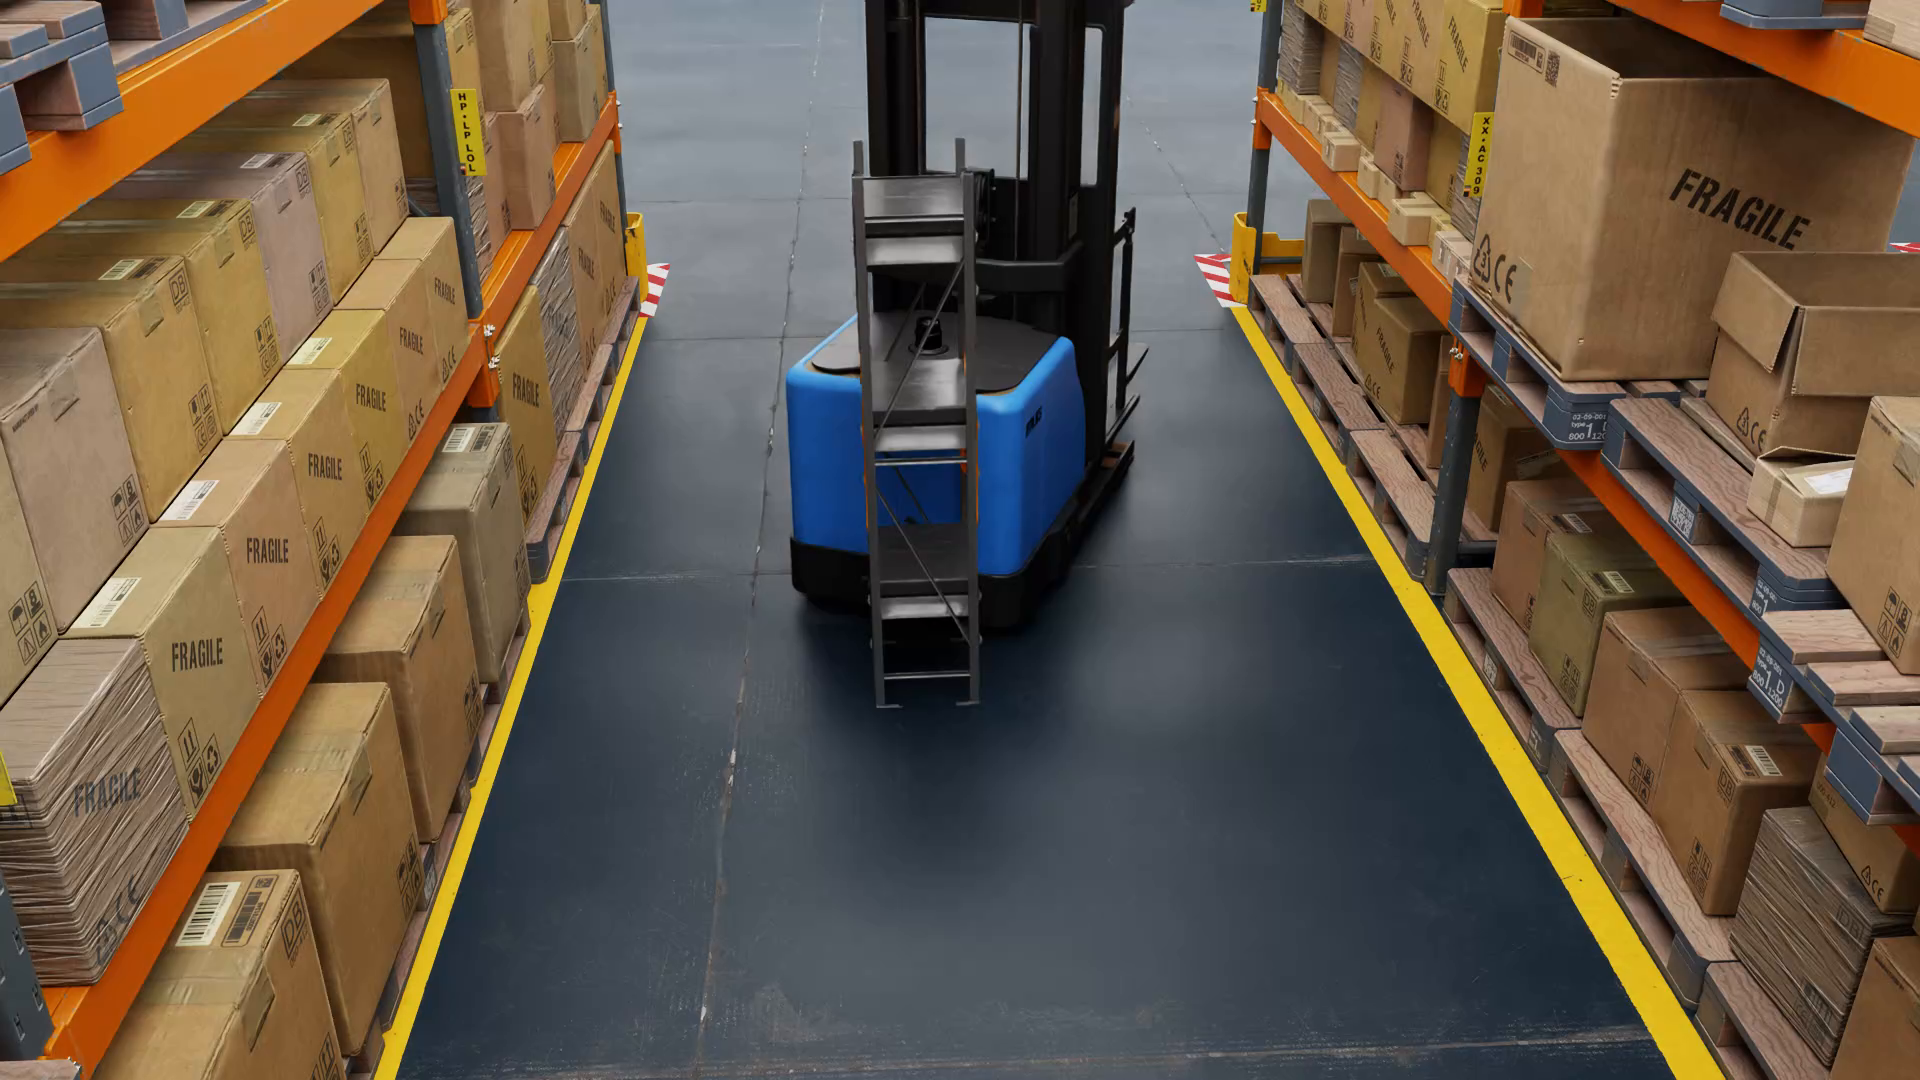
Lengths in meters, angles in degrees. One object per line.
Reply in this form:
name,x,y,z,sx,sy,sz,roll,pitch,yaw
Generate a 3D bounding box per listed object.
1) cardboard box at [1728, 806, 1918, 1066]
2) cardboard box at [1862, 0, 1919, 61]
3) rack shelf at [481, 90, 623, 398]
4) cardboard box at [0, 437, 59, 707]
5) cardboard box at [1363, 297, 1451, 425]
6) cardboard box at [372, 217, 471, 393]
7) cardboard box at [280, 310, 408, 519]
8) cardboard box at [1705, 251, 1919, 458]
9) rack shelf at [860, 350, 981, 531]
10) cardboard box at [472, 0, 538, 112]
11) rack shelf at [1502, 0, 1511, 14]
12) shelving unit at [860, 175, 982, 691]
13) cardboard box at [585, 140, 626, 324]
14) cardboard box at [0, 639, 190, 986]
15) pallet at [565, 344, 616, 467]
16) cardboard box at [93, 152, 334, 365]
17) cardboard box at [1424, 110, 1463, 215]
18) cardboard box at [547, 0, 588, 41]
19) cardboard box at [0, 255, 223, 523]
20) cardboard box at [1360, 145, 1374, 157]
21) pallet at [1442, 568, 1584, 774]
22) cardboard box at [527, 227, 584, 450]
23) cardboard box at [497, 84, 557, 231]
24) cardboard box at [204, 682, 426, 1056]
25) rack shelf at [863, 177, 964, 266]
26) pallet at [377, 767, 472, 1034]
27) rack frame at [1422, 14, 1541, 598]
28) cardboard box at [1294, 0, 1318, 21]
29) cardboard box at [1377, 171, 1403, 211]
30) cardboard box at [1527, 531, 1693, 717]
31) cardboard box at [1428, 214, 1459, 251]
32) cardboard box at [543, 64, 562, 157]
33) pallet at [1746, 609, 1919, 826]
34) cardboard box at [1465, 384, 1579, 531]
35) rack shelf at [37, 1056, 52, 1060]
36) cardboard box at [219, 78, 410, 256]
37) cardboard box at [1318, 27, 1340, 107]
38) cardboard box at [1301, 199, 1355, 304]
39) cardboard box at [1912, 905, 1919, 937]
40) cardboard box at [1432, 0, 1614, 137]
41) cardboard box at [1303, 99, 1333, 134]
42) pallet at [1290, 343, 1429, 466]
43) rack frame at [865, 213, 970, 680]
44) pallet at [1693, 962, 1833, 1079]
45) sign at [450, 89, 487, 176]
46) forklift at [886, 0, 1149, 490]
cardboard box,2.666,1.078,4.668,0.700,0.500,0.500,-4,28,-7
cardboard box,2.430,-1.209,3.742,0.500,0.250,0.500,-1,28,-1
rack shelf,-2.509,-1.650,8.447,1.077,0.370,4.000,-1,28,-3
cardboard box,-2.209,0.107,3.112,0.700,0.500,0.500,-2,28,-3
cardboard box,2.424,-0.931,8.540,0.500,0.500,0.500,-4,28,-7
cardboard box,-2.111,-0.855,6.037,0.500,0.500,0.500,-2,28,-3
cardboard box,-2.058,-0.388,5.142,0.500,0.500,0.500,-1,28,-2
cardboard box,2.737,-0.552,4.998,0.797,0.503,0.637,1,28,3
rack shelf,-0.154,-0.380,6.231,0.431,0.518,0.480,-2,28,-2
cardboard box,-2.425,-2.265,7.520,0.875,0.550,0.550,-1,28,-3
rack shelf,2.449,-3.053,7.894,1.077,0.370,4.000,-1,28,-3
shelving unit,-5.862,-1.727,5.381,11.797,5.258,0.853,-2,28,-2
cardboard box,-2.512,-1.825,9.849,0.875,0.875,0.875,-1,28,-2
cardboard box,-1.950,0.544,3.355,0.500,0.500,0.500,-1,28,-2
pallet,-2.433,-0.726,8.915,1.003,0.211,1.213,-1,28,-3
cardboard box,-2.318,-0.833,4.913,0.700,0.500,0.500,-1,28,-2
cardboard box,2.601,-1.735,7.404,0.875,0.500,0.500,-1,28,-3
cardboard box,-2.512,-3.013,8.954,0.875,0.550,0.550,-1,28,-3
cardboard box,-2.266,-0.363,4.014,0.700,0.500,0.500,-2,28,-3
cardboard box,2.249,-1.909,8.439,0.380,0.149,0.250,-1,28,-3
pallet,2.596,0.478,6.606,1.003,0.211,1.213,-1,28,-3
cardboard box,-2.419,-0.997,8.262,0.875,0.875,0.875,-1,28,-2
cardboard box,-2.398,-1.787,7.771,0.875,0.550,0.550,-1,28,-3
cardboard box,-2.187,0.926,4.709,1.050,0.750,0.750,-1,28,-2
rack shelf,-0.166,-1.122,5.844,0.368,0.174,0.457,-2,28,-2
pallet,-2.222,1.111,5.392,1.003,0.211,1.213,-1,28,-3
rack frame,2.554,-1.118,6.650,1.000,3.000,0.127,-1,28,-3
cardboard box,2.121,-3.093,8.926,0.500,0.500,0.500,-1,28,-3
cardboard box,2.233,-1.677,7.994,0.380,0.149,0.250,-1,28,-3
cardboard box,2.570,0.300,6.159,0.700,0.500,0.500,-2,28,-3
cardboard box,2.292,-1.332,7.331,0.380,0.149,0.250,-1,28,-3
cardboard box,-2.595,-2.273,8.703,0.875,0.550,0.550,-1,28,-3
pallet,2.619,0.488,3.779,1.213,0.211,1.003,-1,28,-3
cardboard box,2.573,-0.382,7.487,0.500,0.500,0.500,-2,28,-4
rack shelf,-2.091,2.045,1.364,1.077,0.370,4.000,-1,28,-3
cardboard box,-2.373,-1.304,5.816,0.700,0.500,0.500,-2,28,-4
cardboard box,2.492,-2.659,9.175,0.875,0.500,0.500,-1,28,-3
cardboard box,2.361,-1.754,10.119,0.500,0.500,0.500,4,28,7
cardboard box,2.698,1.001,4.003,0.500,0.250,0.500,0,28,-1
cardboard box,2.255,-1.939,6.713,0.500,0.500,0.500,-1,28,-3
cardboard box,2.147,-2.370,9.322,0.380,0.149,0.250,-1,28,-3
pallet,2.417,-0.756,8.971,1.003,0.211,1.213,-1,28,-3
rack frame,-0.142,-0.280,6.009,0.380,1.831,0.006,-2,28,-2
pallet,2.723,1.605,4.445,1.003,0.211,1.213,-1,28,-3
sign,-1.863,-1.541,6.294,0.100,0.325,0.005,-1,28,-3
forklift,0.245,-1.598,7.645,1.121,2.935,3.031,9,29,17
